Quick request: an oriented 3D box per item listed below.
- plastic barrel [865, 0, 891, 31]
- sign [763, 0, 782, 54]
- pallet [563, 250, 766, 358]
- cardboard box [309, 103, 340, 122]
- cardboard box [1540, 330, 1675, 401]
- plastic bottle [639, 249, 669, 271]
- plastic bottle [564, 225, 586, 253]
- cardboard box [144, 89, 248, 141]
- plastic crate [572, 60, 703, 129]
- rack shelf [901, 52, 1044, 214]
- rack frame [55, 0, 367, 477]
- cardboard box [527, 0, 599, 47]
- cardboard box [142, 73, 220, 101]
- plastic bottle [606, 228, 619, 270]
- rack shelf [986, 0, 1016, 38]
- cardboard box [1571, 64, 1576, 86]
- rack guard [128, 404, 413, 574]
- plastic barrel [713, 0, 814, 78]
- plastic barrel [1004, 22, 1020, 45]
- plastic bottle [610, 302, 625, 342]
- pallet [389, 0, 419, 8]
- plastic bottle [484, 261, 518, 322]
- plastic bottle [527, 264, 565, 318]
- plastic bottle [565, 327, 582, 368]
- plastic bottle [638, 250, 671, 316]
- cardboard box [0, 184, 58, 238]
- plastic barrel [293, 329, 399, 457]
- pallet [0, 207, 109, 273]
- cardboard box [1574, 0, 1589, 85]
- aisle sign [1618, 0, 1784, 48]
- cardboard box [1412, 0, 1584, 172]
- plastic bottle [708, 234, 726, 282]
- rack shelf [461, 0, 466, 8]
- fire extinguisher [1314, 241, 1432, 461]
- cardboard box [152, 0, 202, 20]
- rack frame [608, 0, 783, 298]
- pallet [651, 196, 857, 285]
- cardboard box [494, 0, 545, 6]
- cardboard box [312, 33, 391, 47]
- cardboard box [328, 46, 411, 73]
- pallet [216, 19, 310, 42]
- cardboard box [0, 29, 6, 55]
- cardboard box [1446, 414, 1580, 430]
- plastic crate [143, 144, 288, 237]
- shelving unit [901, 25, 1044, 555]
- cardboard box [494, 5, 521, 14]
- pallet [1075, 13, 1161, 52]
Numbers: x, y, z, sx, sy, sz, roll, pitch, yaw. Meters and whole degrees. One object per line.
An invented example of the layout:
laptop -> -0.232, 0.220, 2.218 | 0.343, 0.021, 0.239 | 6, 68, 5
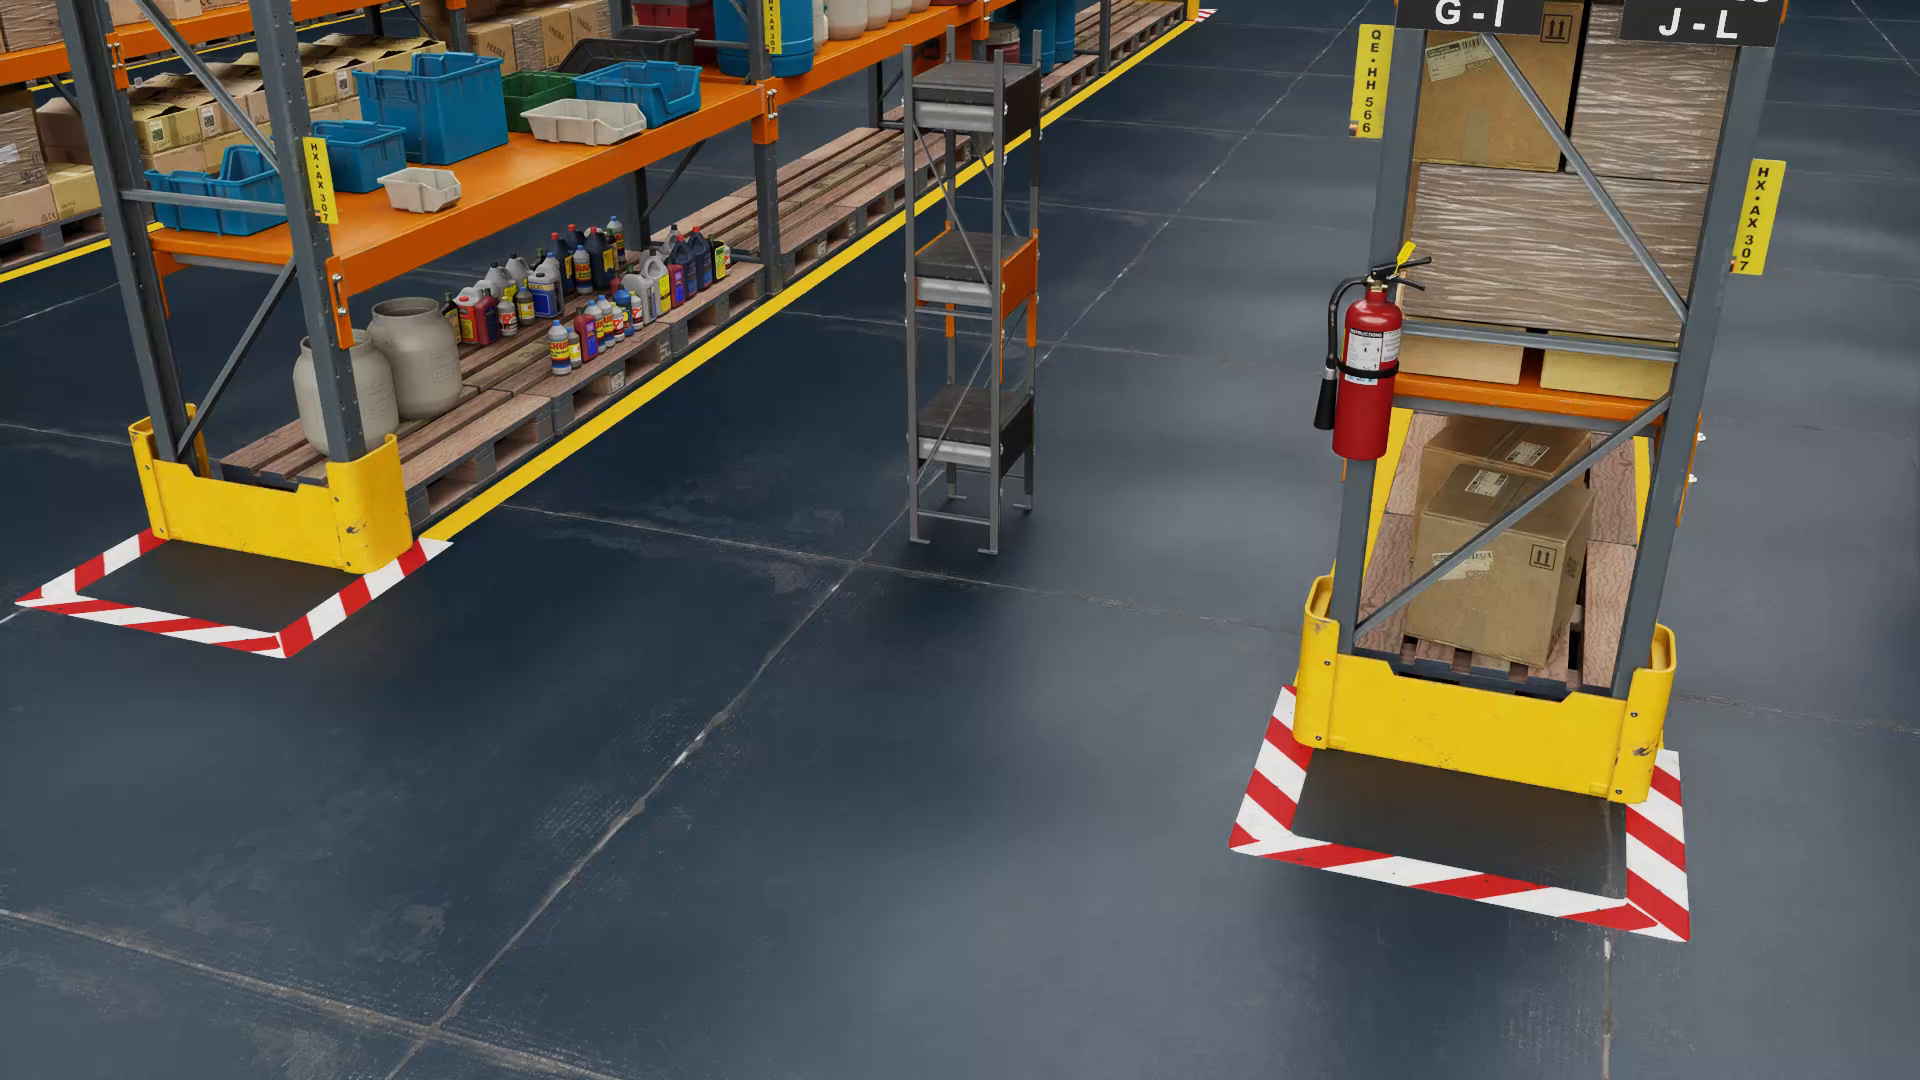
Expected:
plastic barrel -> -0.695, -3.863, 11.630 | 0.433, 0.535, 0.433 | 0, 26, 0
sign -> -1.093, -3.001, 9.689 | 0.100, 0.325, 0.005 | 9, 27, 17
pallet -> -1.871, -1.436, 9.974 | 1.003, 0.211, 1.213 | 9, 27, 17
cardboard box -> -5.399, -3.394, 13.492 | 0.500, 0.250, 0.500 | 9, 27, 18
cardboard box -> 2.051, -0.569, 5.270 | 0.380, 0.149, 0.250 | 9, 27, 17
plastic bottle -> -1.763, -1.559, 9.649 | 0.152, 0.276, 0.135 | 9, 27, 17
plastic bottle -> -2.268, -1.695, 9.844 | 0.144, 0.351, 0.185 | 10, 27, 19
cardboard box -> -5.734, -3.223, 12.495 | 0.500, 0.311, 0.500 | 8, 27, 17
plastic crate -> -1.720, -2.400, 8.935 | 0.499, 0.251, 0.616 | 9, 27, 17
rack shelf -> 0.055, -1.631, 6.634 | 0.431, 0.518, 0.480 | 9, 27, 17
rack frame -> -2.939, -1.317, 6.529 | 1.000, 3.000, 0.127 | 9, 27, 17
cardboard box -> -4.017, -5.180, 16.870 | 0.500, 0.500, 0.500 | 8, 27, 16
cardboard box -> -6.078, -3.512, 13.092 | 0.500, 0.311, 0.500 | 9, 27, 17
plastic bottle -> -2.109, -1.717, 9.967 | 0.061, 0.283, 0.133 | 9, 27, 17
rack shelf -> 0.388, -5.103, 15.173 | 1.077, 0.370, 4.000 | 9, 27, 17
cardboard box -> 2.378, -1.626, 6.710 | 0.875, 0.500, 0.500 | 9, 27, 17
rack guard -> -2.958, -0.230, 7.152 | 1.175, 0.500, 0.348 | 9, 27, 17
plastic barrel -> -1.194, -3.302, 10.052 | 0.600, 0.901, 0.708 | 9, 27, 17
plastic barrel -> 0.349, -4.587, 15.654 | 0.421, 0.512, 0.421 | 0, 26, 0
plastic bottle -> -1.862, -1.178, 8.948 | 0.097, 0.201, 0.097 | 0, 26, 0
pallet -> -7.557, -7.234, 21.950 | 1.003, 0.211, 1.213 | 9, 27, 17
plastic bottle -> -2.534, -1.367, 9.165 | 0.144, 0.351, 0.185 | 10, 28, 20
plastic bottle -> -2.324, -1.398, 9.316 | 0.152, 0.276, 0.135 | 9, 27, 17
plastic bottle -> -2.008, -0.998, 8.576 | 0.097, 0.201, 0.097 | 0, 26, 0
plastic bottle -> -1.722, -1.449, 9.335 | 0.144, 0.351, 0.185 | 9, 27, 17
cardboard box -> -6.402, -2.206, 11.038 | 0.500, 0.250, 0.500 | 9, 27, 17
plastic barrel -> -2.792, -0.668, 7.561 | 0.421, 0.512, 0.421 | 0, 26, 0
pallet -> -6.582, -2.105, 11.356 | 1.003, 0.211, 1.213 | 9, 27, 17
cardboard box -> 2.670, -2.031, 6.399 | 0.500, 0.500, 0.500 | 9, 27, 17
aisle sign -> 1.994, -1.700, 4.336 | 0.394, 0.787, 0.004 | 9, 27, 17
cardboard box -> 1.681, -1.490, 5.281 | 0.500, 0.500, 0.500 | 9, 27, 17
plastic bottle -> -1.457, -1.691, 9.913 | 0.061, 0.283, 0.133 | 10, 28, 20
rack shelf -> -4.281, -5.823, 16.660 | 1.077, 0.370, 4.000 | 9, 27, 17
fire extinguisher -> 1.259, -0.584, 5.103 | 0.296, 0.674, 0.183 | 9, 27, 17
cardboard box -> -5.790, -3.902, 12.156 | 0.380, 0.149, 0.250 | 9, 27, 17
rack frame -> -1.608, -2.961, 9.924 | 1.000, 3.000, 0.127 | 9, 27, 17
pallet -> -1.384, -2.034, 11.209 | 1.003, 0.211, 1.213 | 9, 27, 17
cardboard box -> -4.506, -5.598, 16.874 | 0.500, 0.250, 0.500 | 8, 27, 16
cardboard box -> -5.398, -4.356, 14.834 | 0.500, 0.311, 0.500 | 10, 27, 19
cardboard box -> -5.056, -4.063, 14.229 | 0.500, 0.311, 0.500 | 8, 27, 17
pallet -> -8.474, -6.102, 19.611 | 1.003, 0.211, 1.213 | 9, 27, 17
cardboard box -> -6.589, -3.325, 10.560 | 0.700, 0.500, 0.500 | 8, 27, 17
cardboard box -> 2.348, -0.422, 7.067 | 0.500, 0.500, 0.500 | 11, 28, 22
plastic crate -> -3.055, -1.499, 7.075 | 0.499, 0.251, 0.616 | 9, 27, 17
shelving unit -> 0.055, -1.013, 6.933 | 0.431, 2.100, 0.503 | 9, 27, 17
cardboard box -> -4.685, -5.029, 16.558 | 0.500, 0.500, 0.500 | 8, 27, 16
pallet -> 1.666, -5.804, 18.996 | 1.003, 0.211, 1.213 | 9, 27, 17
